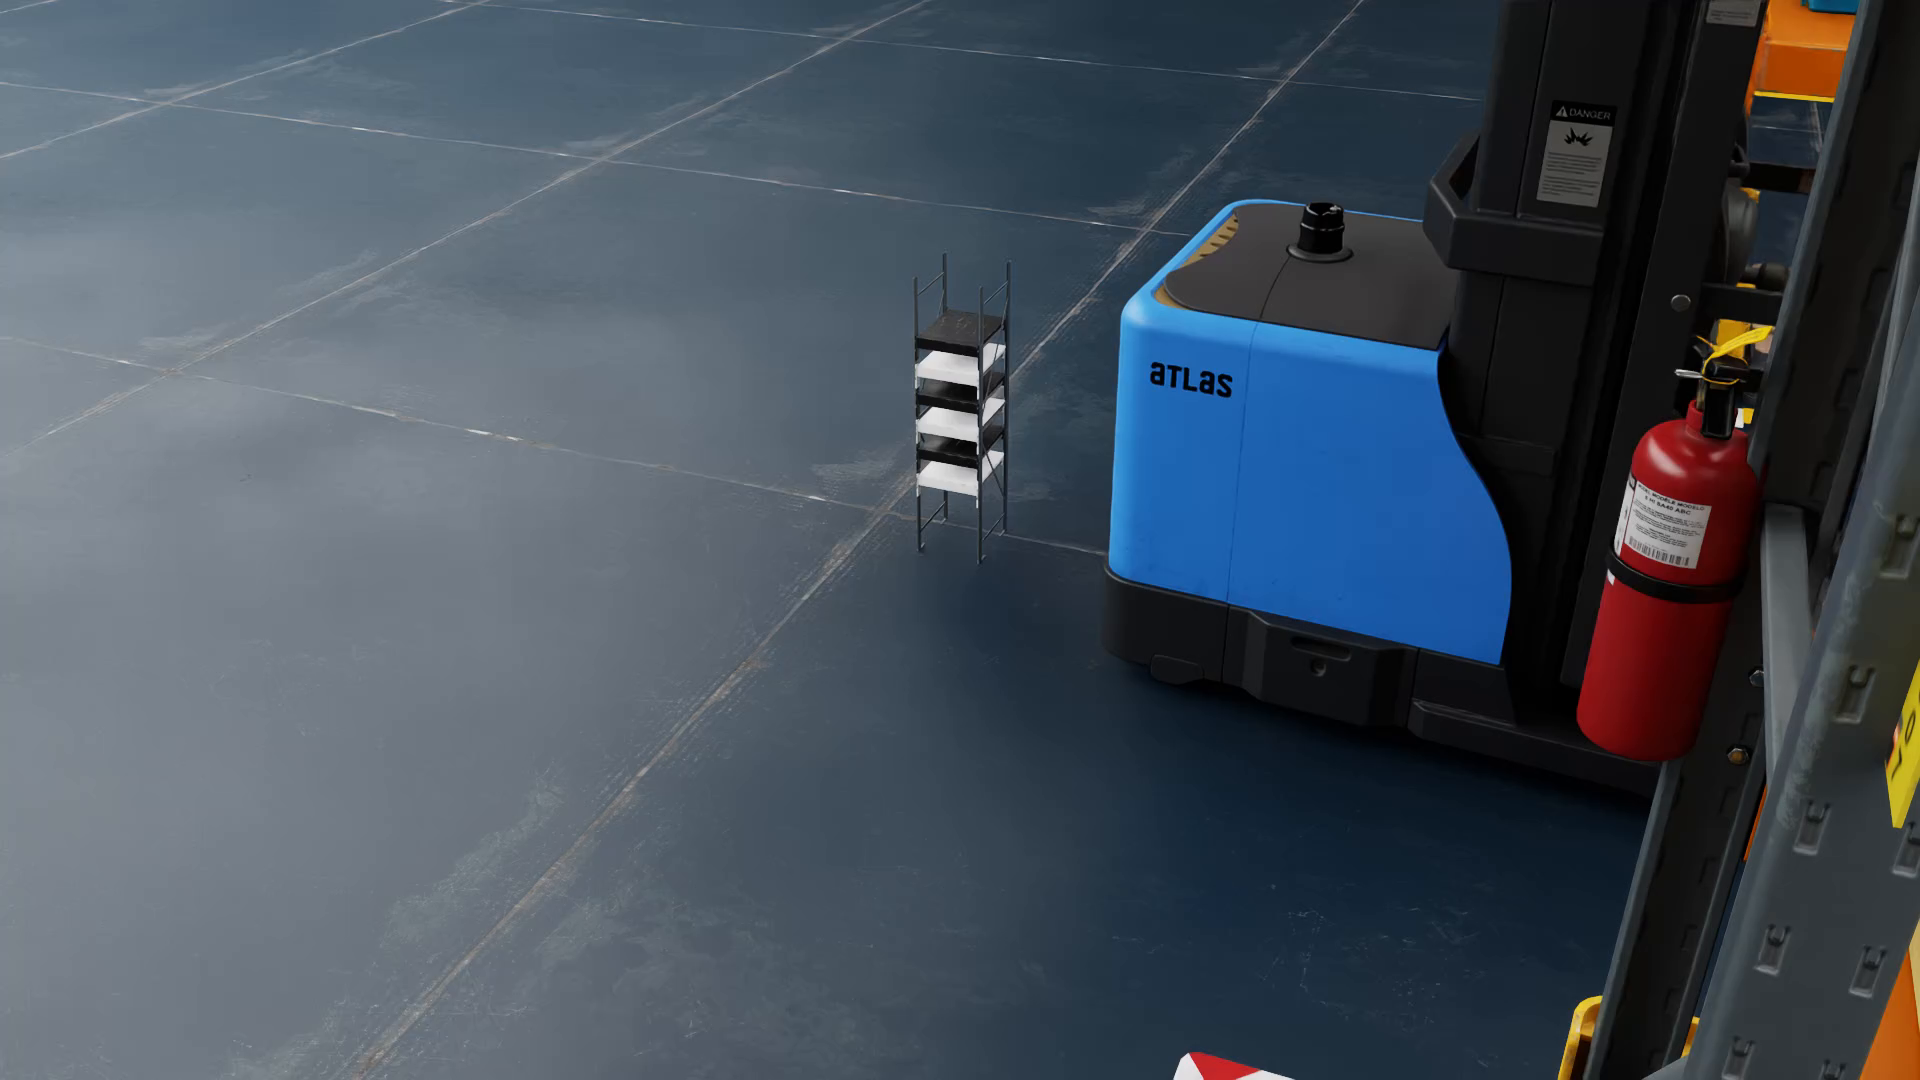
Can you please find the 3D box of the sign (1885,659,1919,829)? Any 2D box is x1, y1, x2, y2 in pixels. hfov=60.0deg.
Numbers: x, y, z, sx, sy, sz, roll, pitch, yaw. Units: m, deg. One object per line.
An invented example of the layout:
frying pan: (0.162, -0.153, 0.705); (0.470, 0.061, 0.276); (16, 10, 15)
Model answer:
sign: (0.730, 0.056, 1.222); (0.005, 0.325, 0.100); (11, 31, 19)

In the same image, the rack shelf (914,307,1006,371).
rack shelf: (0.008, -0.596, 4.909); (0.200, 0.077, 0.258); (11, 31, 19)

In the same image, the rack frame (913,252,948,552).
rack frame: (-0.087, -0.409, 5.059); (0.006, 0.900, 0.240); (11, 31, 19)

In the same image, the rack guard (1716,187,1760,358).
rack guard: (2.884, -0.992, 6.497); (0.348, 0.500, 1.175); (11, 31, 19)

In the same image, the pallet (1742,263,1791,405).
pallet: (3.635, -0.713, 6.298); (1.213, 0.211, 1.003); (11, 31, 19)

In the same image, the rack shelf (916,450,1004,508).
rack shelf: (0.008, -0.205, 5.131); (0.200, 0.077, 0.258); (11, 31, 19)

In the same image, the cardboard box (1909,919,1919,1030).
cardboard box: (1.108, 0.457, 1.649); (0.250, 0.149, 0.380); (11, 31, 19)

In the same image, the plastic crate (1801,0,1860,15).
plastic crate: (3.372, -2.052, 5.983); (0.616, 0.251, 0.499); (11, 31, 19)

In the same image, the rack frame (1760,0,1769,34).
rack frame: (2.796, -2.073, 5.869); (0.127, 3.000, 1.000); (11, 31, 19)

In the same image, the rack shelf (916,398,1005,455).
rack shelf: (0.008, -0.361, 5.042); (0.200, 0.077, 0.258); (11, 31, 19)

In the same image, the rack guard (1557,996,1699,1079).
rack guard: (1.004, 1.288, 2.463); (0.348, 0.500, 1.175); (11, 31, 19)

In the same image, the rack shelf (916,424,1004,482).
rack shelf: (0.008, -0.283, 5.087); (0.200, 0.077, 0.258); (11, 31, 19)

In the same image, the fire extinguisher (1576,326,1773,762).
fire extinguisher: (1.001, -0.012, 2.301); (0.183, 0.674, 0.296); (11, 31, 19)

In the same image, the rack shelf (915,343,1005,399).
rack shelf: (0.008, -0.518, 4.954); (0.200, 0.077, 0.258); (11, 31, 19)

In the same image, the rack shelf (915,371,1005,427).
rack shelf: (0.008, -0.440, 4.998); (0.200, 0.077, 0.258); (11, 31, 19)

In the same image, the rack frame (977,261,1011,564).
rack frame: (0.102, -0.371, 4.993); (0.006, 0.900, 0.240); (11, 31, 19)

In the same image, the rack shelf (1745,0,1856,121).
rack shelf: (4.649, -1.389, 5.391); (4.000, 0.370, 1.077); (11, 31, 19)

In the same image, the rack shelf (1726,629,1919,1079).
rack shelf: (2.787, 0.869, 1.395); (4.000, 0.370, 1.077); (11, 31, 19)

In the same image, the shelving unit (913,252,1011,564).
shelving unit: (0.008, -0.390, 5.026); (0.210, 0.900, 0.258); (11, 31, 19)

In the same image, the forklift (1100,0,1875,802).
forklift: (1.947, -0.830, 3.741); (3.031, 2.935, 1.130); (13, 32, 22)
